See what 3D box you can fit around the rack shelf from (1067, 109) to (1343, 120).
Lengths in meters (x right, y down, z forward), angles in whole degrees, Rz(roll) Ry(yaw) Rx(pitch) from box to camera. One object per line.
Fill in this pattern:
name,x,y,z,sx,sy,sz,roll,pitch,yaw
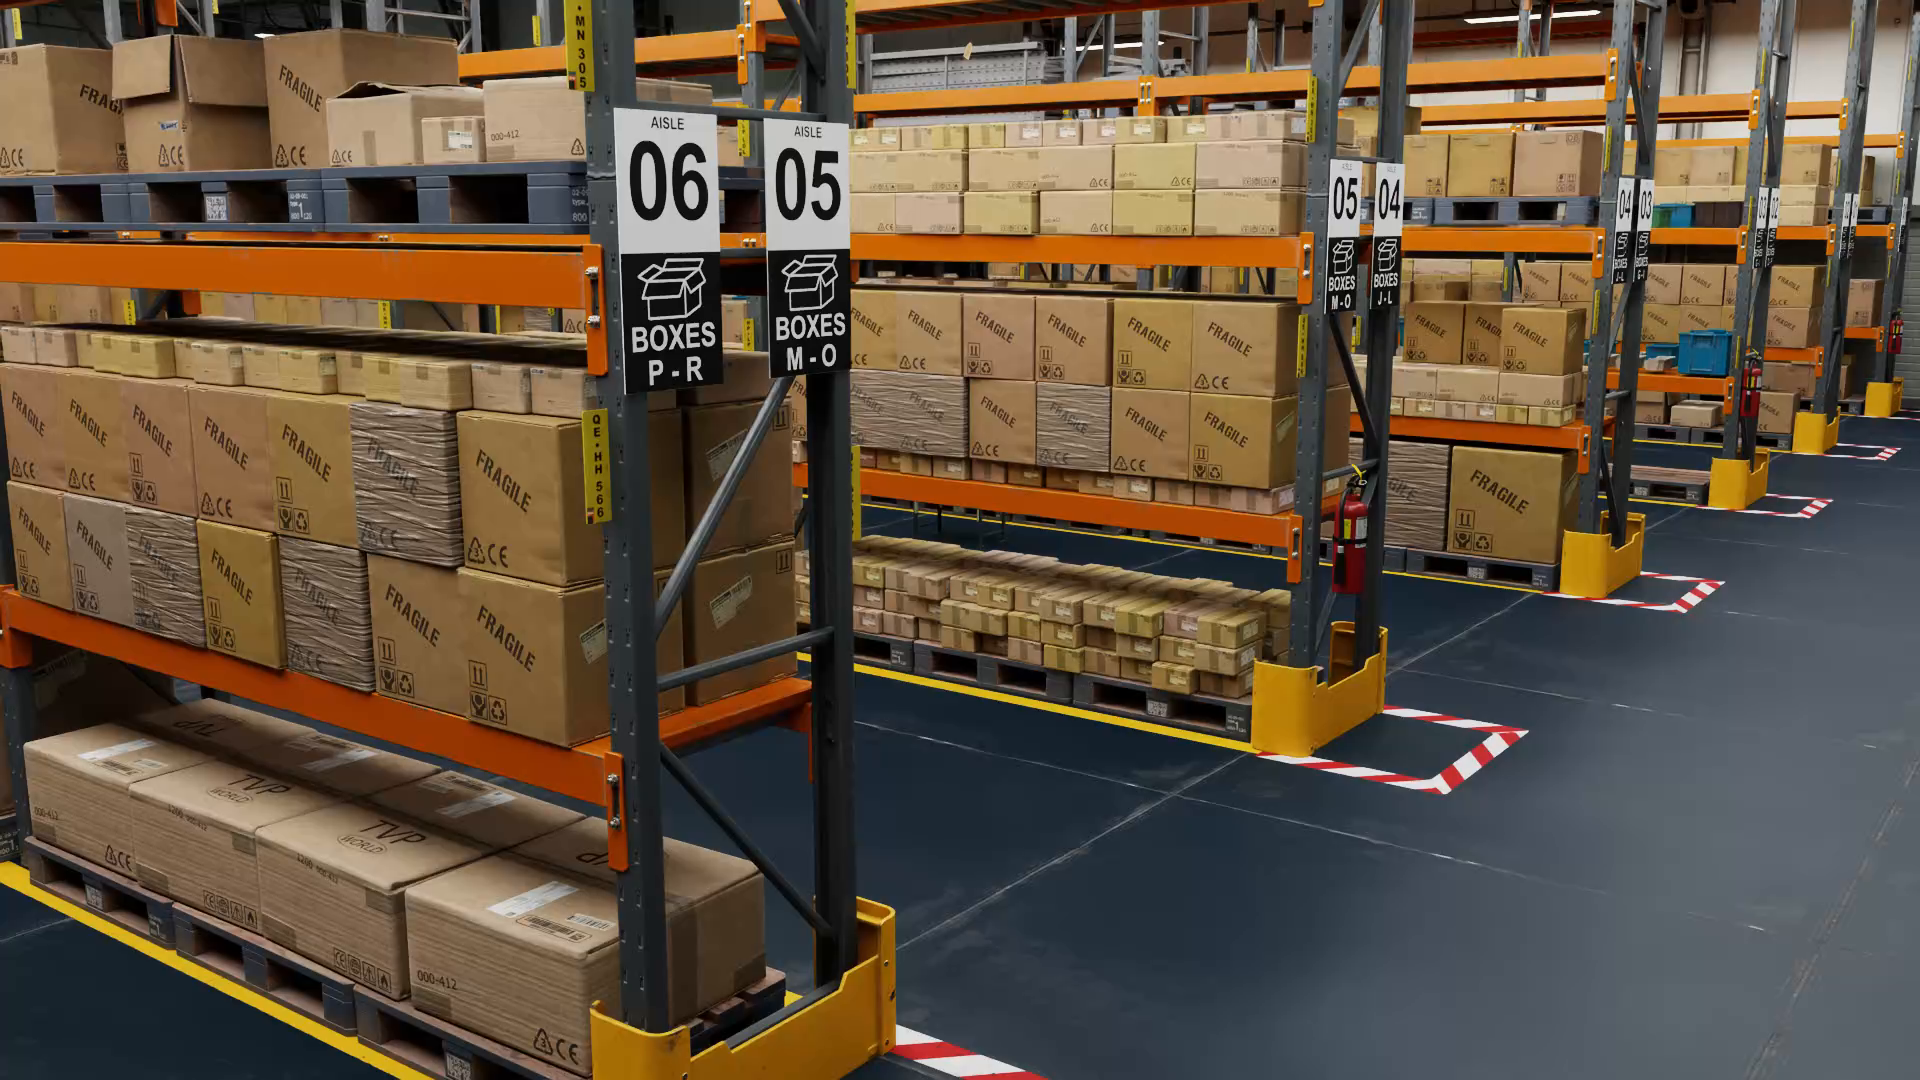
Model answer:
rack shelf,3.256,-4.953,20.108,4.000,0.370,1.077,8,13,36

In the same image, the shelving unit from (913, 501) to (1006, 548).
shelving unit,-0.005,-0.737,15.111,0.755,1.500,0.431,8,13,36

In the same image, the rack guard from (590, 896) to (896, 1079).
rack guard,-0.686,1.623,5.547,0.348,0.500,1.175,8,13,36

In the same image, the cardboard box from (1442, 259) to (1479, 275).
cardboard box,8.560,-4.666,28.396,0.500,0.250,0.500,8,14,36

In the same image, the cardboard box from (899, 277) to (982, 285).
cardboard box,-0.185,-2.407,16.891,0.637,0.503,0.797,8,14,37

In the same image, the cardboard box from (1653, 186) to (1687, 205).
cardboard box,9.251,-4.472,21.650,0.500,0.250,0.500,8,13,36

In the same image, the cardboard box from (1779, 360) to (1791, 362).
cardboard box,12.941,-2.862,25.913,0.250,0.149,0.380,8,14,36

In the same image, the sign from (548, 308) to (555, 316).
sign,-4.827,-2.815,19.623,0.005,0.325,0.100,8,13,36

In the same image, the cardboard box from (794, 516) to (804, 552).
cardboard box,-1.520,0.071,12.460,0.500,0.500,0.500,9,14,38

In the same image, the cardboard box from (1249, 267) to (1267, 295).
cardboard box,5.669,-4.818,30.836,0.500,0.500,0.700,10,15,43

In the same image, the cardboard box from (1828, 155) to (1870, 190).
cardboard box,13.204,-5.462,24.743,0.500,0.500,0.500,8,13,35

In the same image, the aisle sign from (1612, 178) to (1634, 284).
aisle sign,5.040,-2.347,12.639,0.004,0.787,0.394,8,13,36

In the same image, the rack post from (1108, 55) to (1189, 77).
rack post,2.330,-5.908,20.740,0.986,0.289,0.624,8,13,36

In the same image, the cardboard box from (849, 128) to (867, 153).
cardboard box,-0.555,-2.541,10.621,0.250,0.149,0.380,8,13,35

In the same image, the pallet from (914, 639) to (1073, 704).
pallet,0.468,0.750,10.818,1.213,0.211,1.003,8,13,36

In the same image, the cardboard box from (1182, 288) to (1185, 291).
cardboard box,4.032,-4.770,32.353,0.500,0.250,0.500,8,14,36

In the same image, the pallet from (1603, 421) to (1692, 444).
pallet,9.343,-1.507,22.483,1.213,0.211,1.003,8,13,36

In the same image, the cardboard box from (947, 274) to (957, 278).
cardboard box,-0.014,-4.498,28.632,0.250,0.149,0.380,8,14,37

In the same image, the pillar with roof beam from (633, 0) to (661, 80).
pillar with roof beam,-10.084,-8.887,37.498,0.548,9.000,9.100,8,13,36

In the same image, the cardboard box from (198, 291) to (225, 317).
cardboard box,-6.710,-2.153,15.587,0.500,0.500,0.700,8,13,35

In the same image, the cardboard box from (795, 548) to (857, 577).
cardboard box,-0.926,0.146,11.434,0.250,0.149,0.380,9,14,38

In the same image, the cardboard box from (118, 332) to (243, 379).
cardboard box,-3.021,-0.720,6.471,0.250,0.149,0.380,7,13,34

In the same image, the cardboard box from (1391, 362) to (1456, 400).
cardboard box,3.793,-1.325,13.814,0.500,0.250,0.500,7,13,34

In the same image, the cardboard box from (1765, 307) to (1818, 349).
cardboard box,10.505,-2.698,21.038,0.500,0.500,0.500,8,14,37

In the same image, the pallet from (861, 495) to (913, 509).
pallet,-0.697,-0.555,17.561,1.213,0.211,1.003,8,13,36

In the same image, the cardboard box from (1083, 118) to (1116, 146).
cardboard box,0.907,-2.331,9.536,0.250,0.149,0.380,8,13,34

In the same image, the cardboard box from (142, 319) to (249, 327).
cardboard box,-3.345,-0.883,7.315,0.250,0.149,0.380,8,14,37

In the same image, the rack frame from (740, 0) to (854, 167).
rack frame,-1.081,-3.772,11.054,0.127,3.000,1.000,8,13,36

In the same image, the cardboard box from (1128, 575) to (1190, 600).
cardboard box,1.252,0.338,10.438,0.250,0.149,0.380,7,13,33

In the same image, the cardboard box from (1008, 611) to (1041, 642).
cardboard box,0.508,0.509,10.338,0.250,0.149,0.380,9,14,38

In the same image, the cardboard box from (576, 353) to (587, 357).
cardboard box,-1.081,-0.567,5.679,0.250,0.149,0.380,8,14,37

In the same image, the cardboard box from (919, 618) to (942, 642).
cardboard box,-0.061,0.553,10.894,0.250,0.149,0.380,7,13,33

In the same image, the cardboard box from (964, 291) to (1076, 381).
cardboard box,0.366,-1.249,10.130,0.500,0.500,0.500,7,13,34

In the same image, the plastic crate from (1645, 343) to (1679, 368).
plastic crate,7.557,-1.982,17.882,0.300,0.233,0.416,8,13,36

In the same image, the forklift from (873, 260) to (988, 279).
forklift,-0.475,-2.237,19.096,1.130,2.935,3.031,-11,15,-44

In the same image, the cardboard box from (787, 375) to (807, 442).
cardboard box,-0.831,-0.927,11.099,0.500,0.500,0.500,8,13,35

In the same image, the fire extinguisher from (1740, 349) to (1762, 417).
fire extinguisher,7.944,-1.575,16.680,0.183,0.674,0.296,8,13,36

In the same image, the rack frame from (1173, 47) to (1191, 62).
rack frame,4.284,-7.694,31.328,0.127,3.000,1.000,8,13,36

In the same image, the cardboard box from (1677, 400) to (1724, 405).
cardboard box,9.950,-1.724,22.343,0.500,0.250,0.500,8,13,36

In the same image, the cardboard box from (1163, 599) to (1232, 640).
cardboard box,1.397,0.467,9.772,0.250,0.149,0.380,8,14,37

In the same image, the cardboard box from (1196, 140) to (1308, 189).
cardboard box,1.621,-2.034,9.047,0.500,0.250,0.500,7,13,34

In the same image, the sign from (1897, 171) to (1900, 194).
sign,13.623,-5.186,24.142,0.005,0.325,0.100,8,13,36

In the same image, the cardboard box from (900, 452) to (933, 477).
cardboard box,-0.168,-0.512,10.658,0.250,0.149,0.380,8,14,37

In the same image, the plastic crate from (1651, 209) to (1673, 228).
plastic crate,7.128,-3.319,17.167,0.336,0.188,0.450,8,13,36

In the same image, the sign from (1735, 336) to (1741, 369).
sign,7.779,-1.877,16.625,0.005,0.325,0.100,8,13,36

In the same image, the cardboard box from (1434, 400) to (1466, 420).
cardboard box,4.064,-1.077,13.579,0.250,0.149,0.380,8,14,37

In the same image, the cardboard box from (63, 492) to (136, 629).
cardboard box,-3.303,0.044,6.863,0.500,0.500,0.500,8,14,36

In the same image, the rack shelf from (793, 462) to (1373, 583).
rack shelf,0.531,-0.248,10.530,4.000,0.370,1.077,8,13,36

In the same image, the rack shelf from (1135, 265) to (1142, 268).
rack shelf,0.324,-2.919,16.436,4.000,0.370,1.077,8,13,36

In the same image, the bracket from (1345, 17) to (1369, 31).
bracket,7.096,-9.189,29.580,0.430,0.232,0.235,8,13,36

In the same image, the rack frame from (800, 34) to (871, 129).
rack frame,-1.288,-4.969,17.245,0.127,3.000,1.000,8,13,36

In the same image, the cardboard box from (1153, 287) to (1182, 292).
cardboard box,3.217,-3.775,26.604,0.500,0.500,0.500,7,13,33

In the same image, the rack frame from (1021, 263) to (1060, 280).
rack frame,1.355,-3.990,27.976,0.127,3.000,1.000,8,13,36
